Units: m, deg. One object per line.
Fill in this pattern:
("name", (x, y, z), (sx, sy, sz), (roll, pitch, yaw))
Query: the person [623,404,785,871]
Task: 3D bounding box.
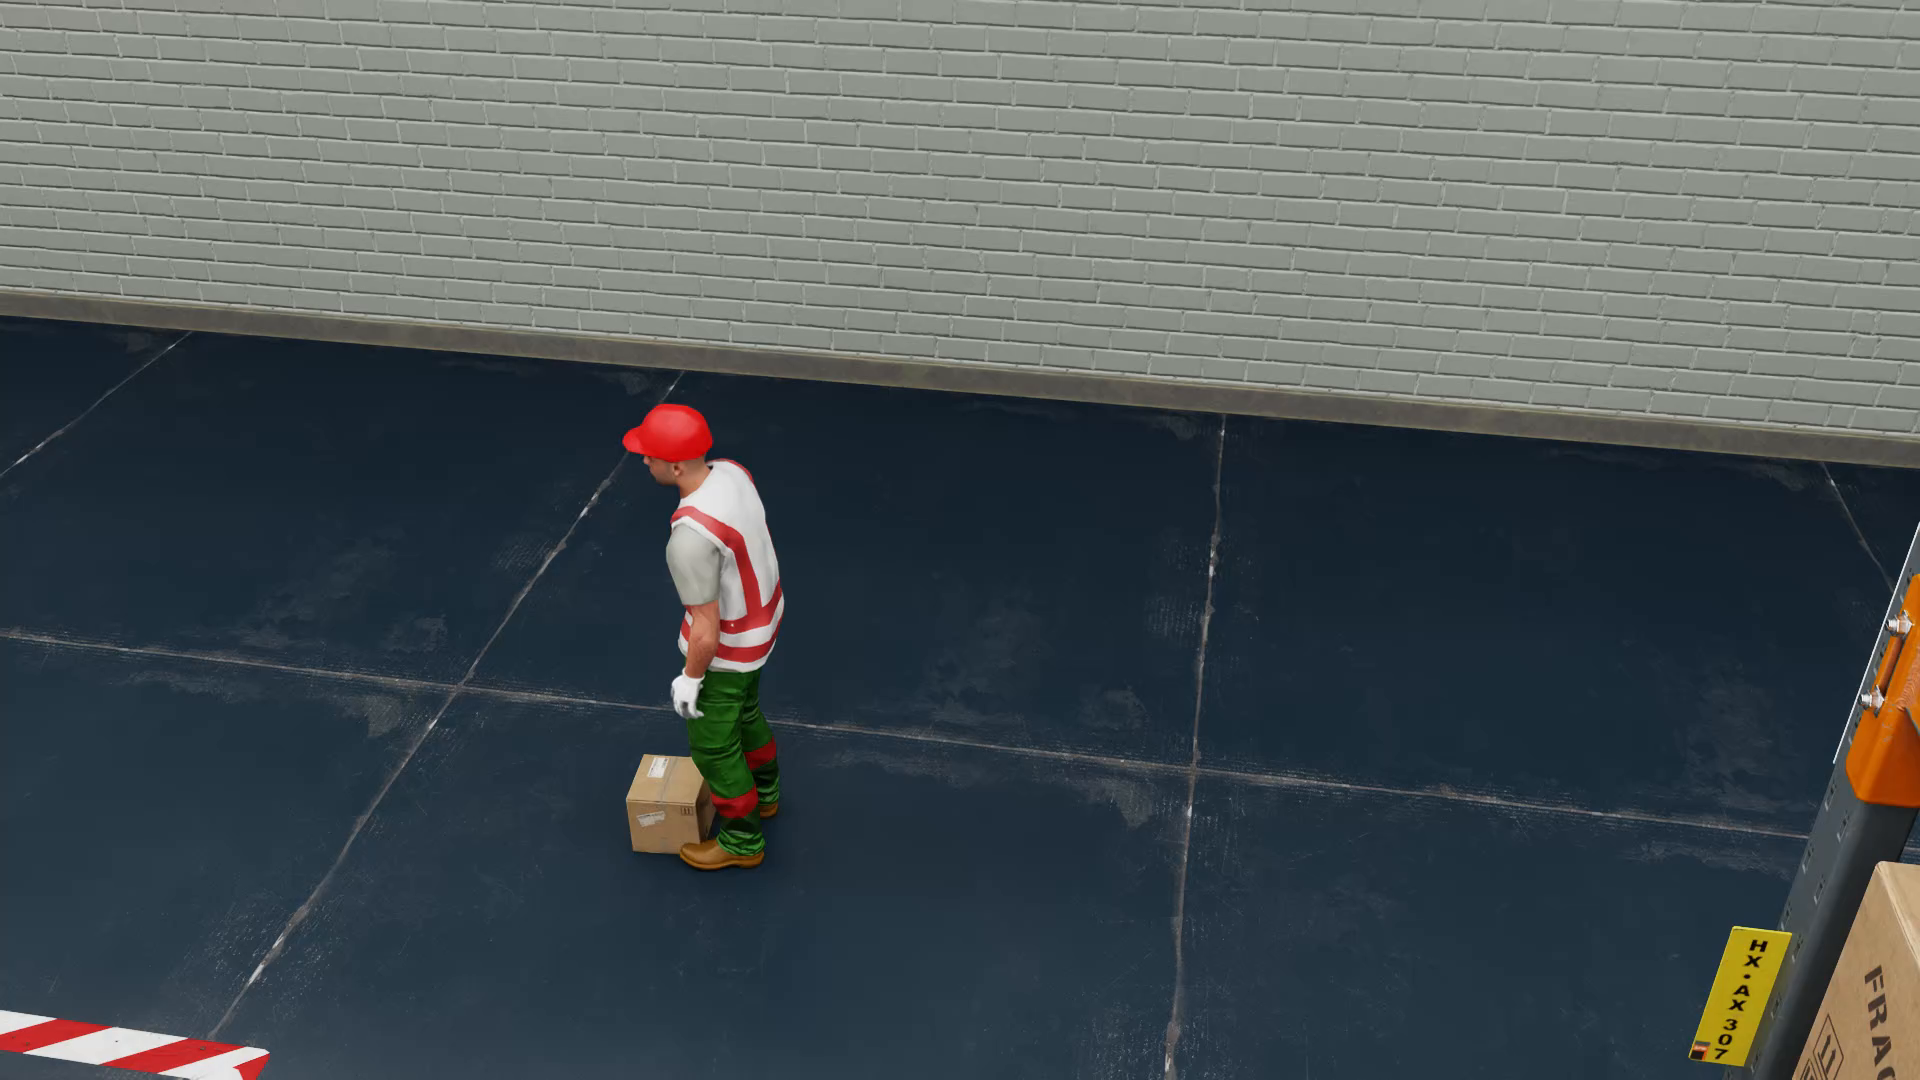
("person", (-0.822, 0.334, 5.590), (0.454, 1.779, 0.609), (5, 32, 8))
